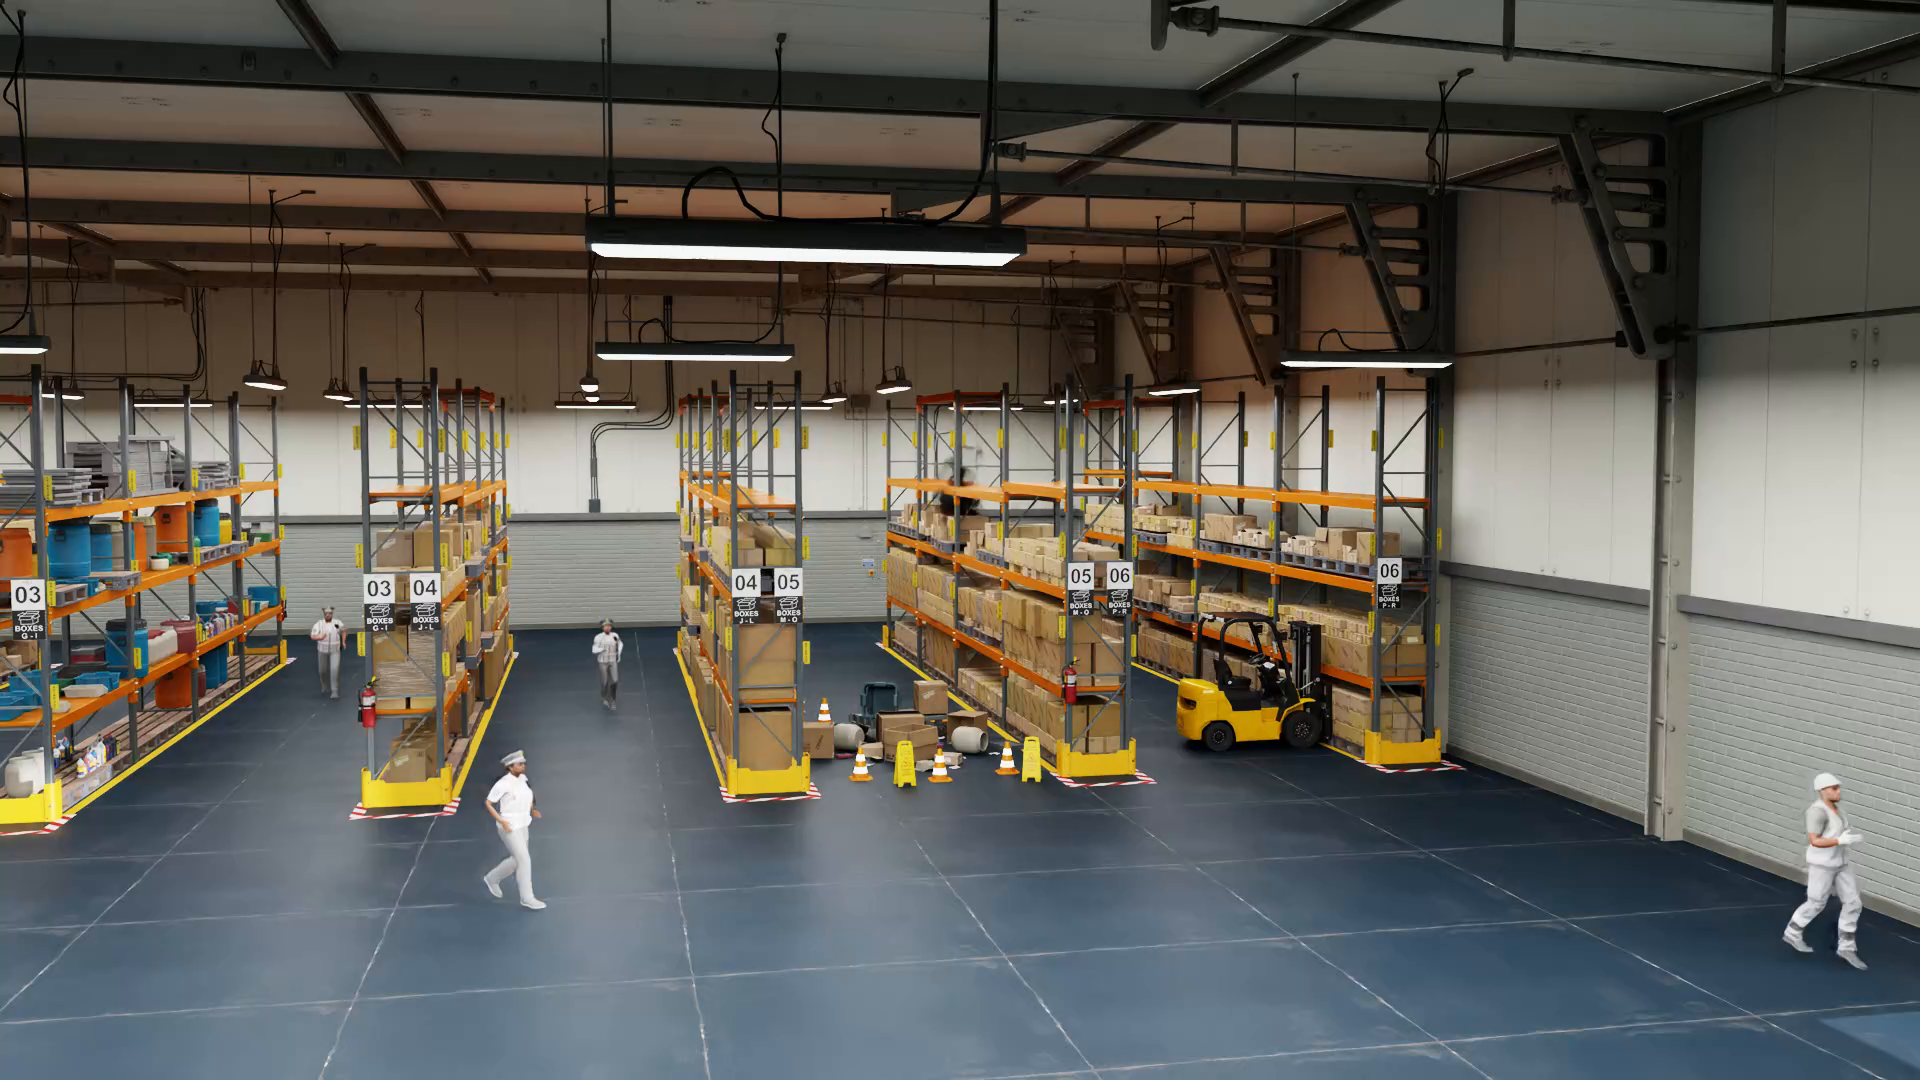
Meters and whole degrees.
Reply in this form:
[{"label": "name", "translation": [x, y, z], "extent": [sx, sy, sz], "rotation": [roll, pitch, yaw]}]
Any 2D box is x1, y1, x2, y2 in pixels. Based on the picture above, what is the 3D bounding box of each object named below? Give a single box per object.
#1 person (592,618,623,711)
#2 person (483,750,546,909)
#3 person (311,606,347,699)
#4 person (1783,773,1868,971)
[{"label": "person", "translation": [-6.542, 2.317, 30.961], "extent": [0.592, 1.734, 0.684], "rotation": [-1, 4, -19]}, {"label": "person", "translation": [-4.803, 3.093, 17.862], "extent": [0.780, 1.684, 0.597], "rotation": [1, 4, 17]}, {"label": "person", "translation": [-12.314, 2.161, 32.465], "extent": [0.662, 1.768, 0.987], "rotation": [-1, 4, -21]}, {"label": "person", "translation": [8.301, 3.144, 15.923], "extent": [0.632, 1.832, 0.765], "rotation": [-2, 4, -32]}]
